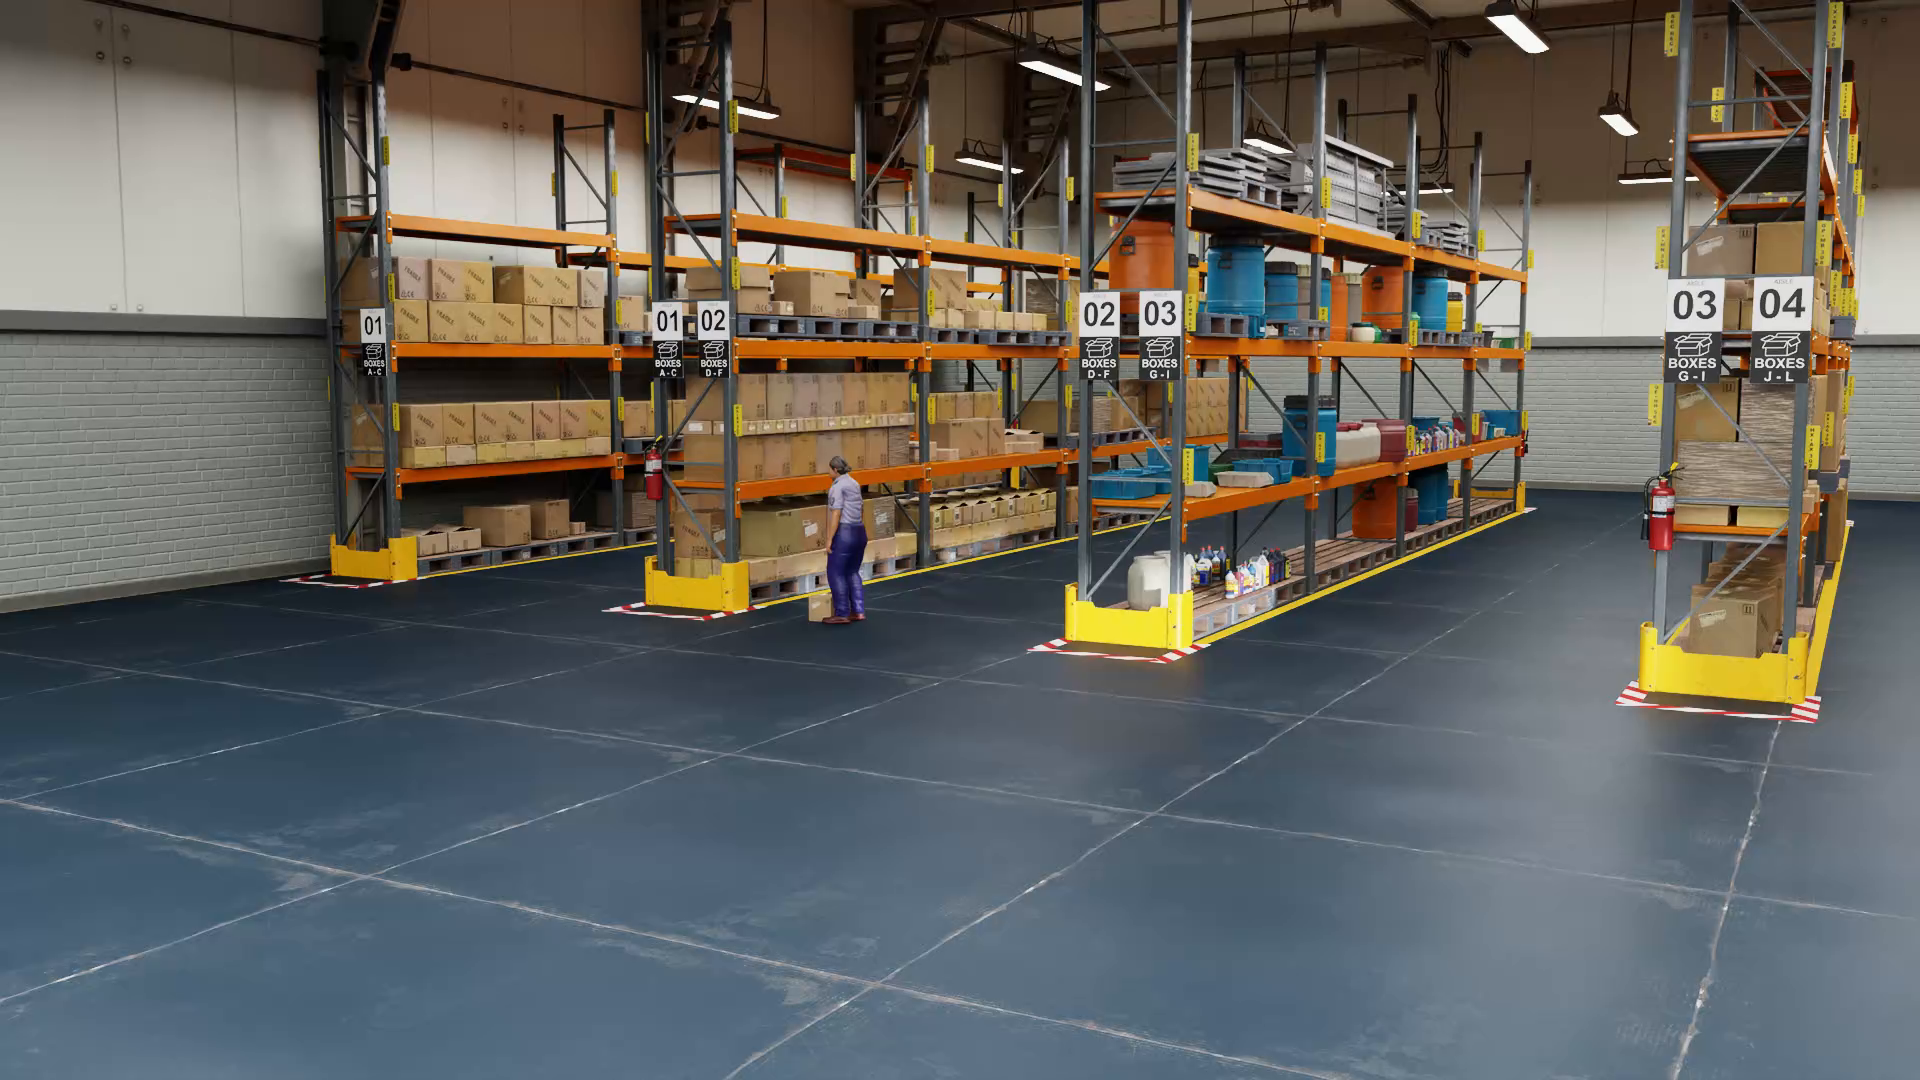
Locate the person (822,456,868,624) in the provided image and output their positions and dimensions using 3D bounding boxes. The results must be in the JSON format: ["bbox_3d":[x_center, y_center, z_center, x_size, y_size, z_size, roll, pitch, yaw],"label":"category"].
[{"bbox_3d":[-1.134,0.000,16.478,0.371,1.638,0.538,3,7,29],"label":"person"}]
